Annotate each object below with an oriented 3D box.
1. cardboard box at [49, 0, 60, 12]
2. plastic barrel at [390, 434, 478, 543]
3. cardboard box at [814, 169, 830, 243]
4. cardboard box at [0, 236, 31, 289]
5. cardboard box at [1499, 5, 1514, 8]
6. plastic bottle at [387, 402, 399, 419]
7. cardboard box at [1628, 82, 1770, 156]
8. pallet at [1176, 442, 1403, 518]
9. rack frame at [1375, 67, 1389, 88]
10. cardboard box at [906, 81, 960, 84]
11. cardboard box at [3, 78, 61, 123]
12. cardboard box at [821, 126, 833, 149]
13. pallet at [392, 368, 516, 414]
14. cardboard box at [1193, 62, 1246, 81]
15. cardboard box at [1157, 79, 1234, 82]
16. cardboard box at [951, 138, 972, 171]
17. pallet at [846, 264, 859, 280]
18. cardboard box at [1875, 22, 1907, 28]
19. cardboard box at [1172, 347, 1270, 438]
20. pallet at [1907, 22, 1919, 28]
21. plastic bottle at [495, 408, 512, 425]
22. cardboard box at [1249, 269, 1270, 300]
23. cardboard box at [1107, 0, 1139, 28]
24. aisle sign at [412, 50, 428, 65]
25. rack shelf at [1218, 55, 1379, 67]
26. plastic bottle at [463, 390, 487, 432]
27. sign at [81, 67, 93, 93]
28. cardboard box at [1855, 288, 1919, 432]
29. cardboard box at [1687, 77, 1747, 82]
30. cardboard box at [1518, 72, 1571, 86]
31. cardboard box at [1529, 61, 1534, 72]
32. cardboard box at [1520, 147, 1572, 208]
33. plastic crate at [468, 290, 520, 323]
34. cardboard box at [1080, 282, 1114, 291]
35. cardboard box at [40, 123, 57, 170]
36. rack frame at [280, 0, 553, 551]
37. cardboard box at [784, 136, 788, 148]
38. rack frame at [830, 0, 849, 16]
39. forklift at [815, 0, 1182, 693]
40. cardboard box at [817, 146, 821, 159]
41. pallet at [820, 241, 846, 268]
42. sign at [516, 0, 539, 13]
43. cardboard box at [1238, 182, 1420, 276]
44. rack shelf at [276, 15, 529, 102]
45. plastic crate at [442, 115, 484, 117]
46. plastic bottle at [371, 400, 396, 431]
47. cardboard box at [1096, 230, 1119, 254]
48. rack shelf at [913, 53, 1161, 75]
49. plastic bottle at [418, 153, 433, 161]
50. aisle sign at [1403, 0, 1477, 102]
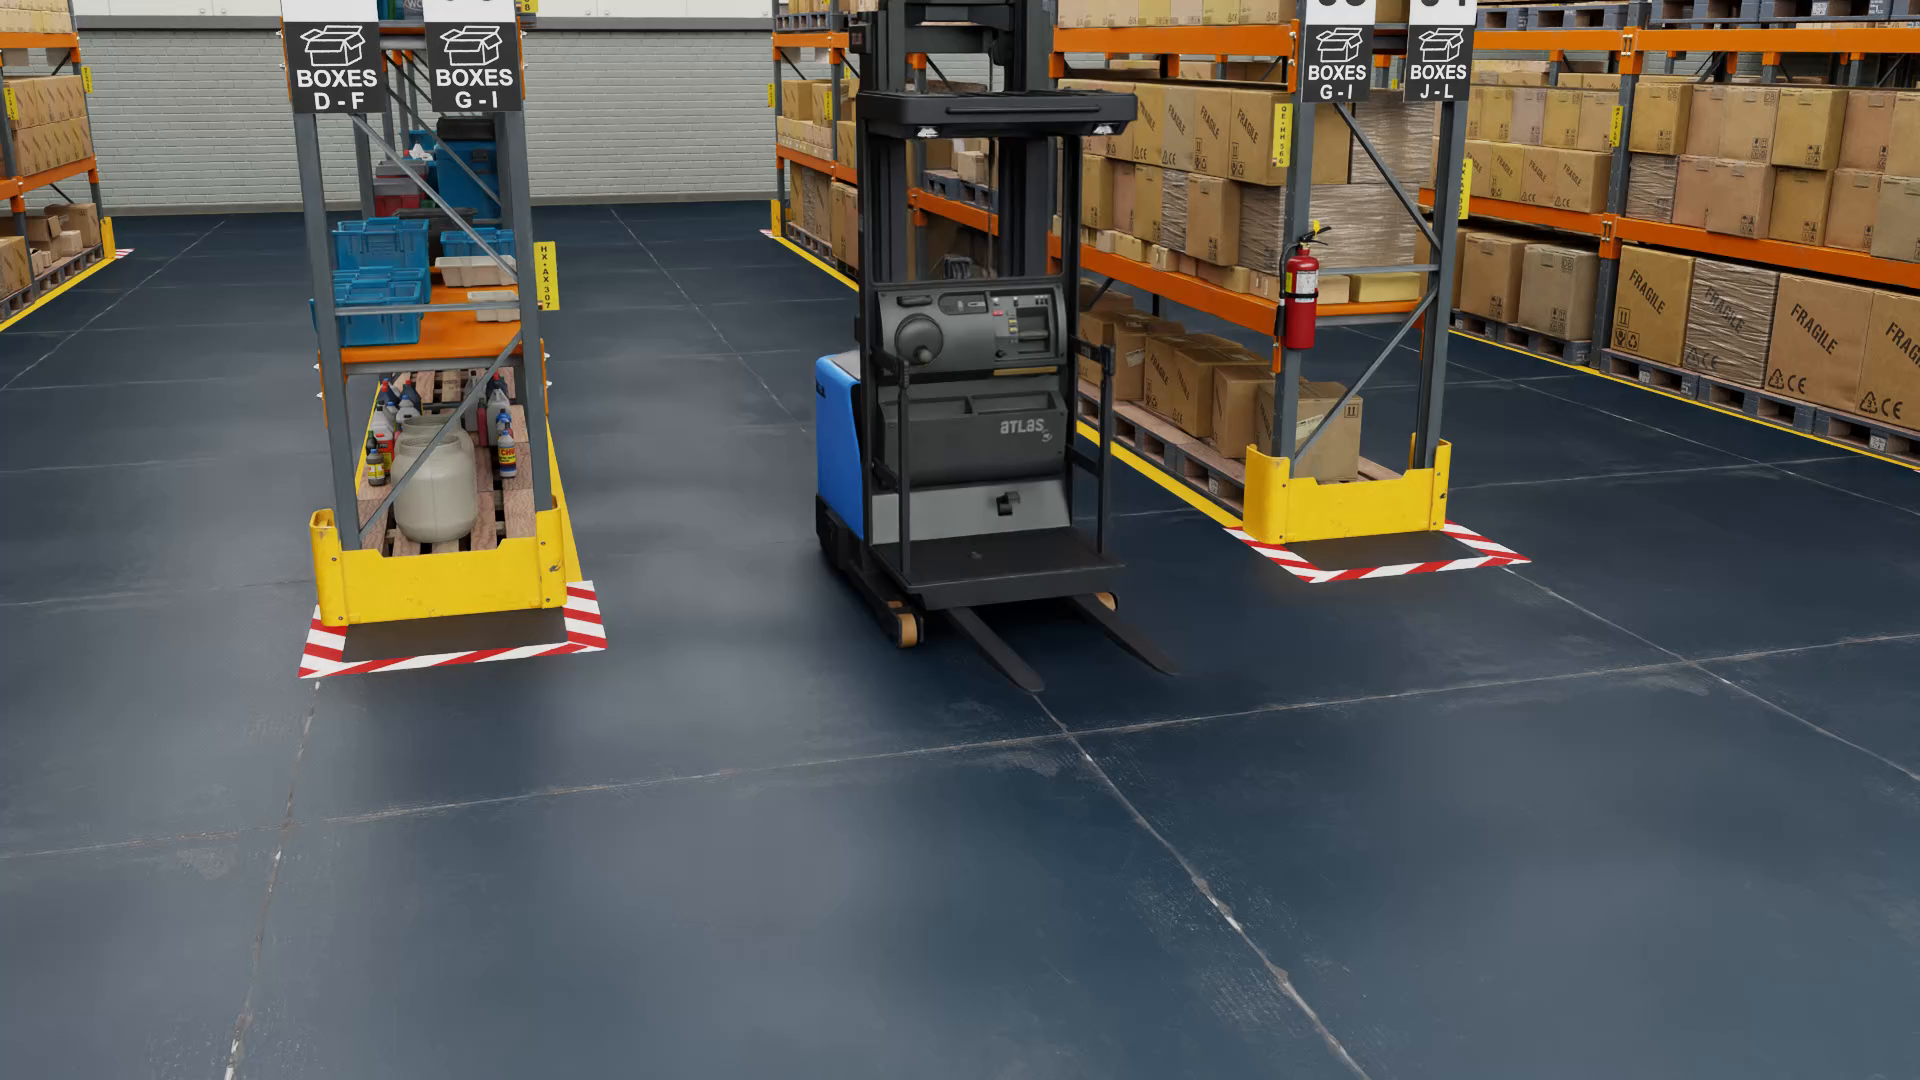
[{"bbox_3d":[-11.148,-6.468,19.948,0.500,0.250,0.500,-5,17,-15],"label":"cardboard box"},{"bbox_3d":[-2.766,-0.275,8.746,0.421,0.512,0.421,0,17,0],"label":"plastic barrel"},{"bbox_3d":[-1.399,-4.421,21.920,0.875,0.875,0.875,-5,17,-15],"label":"cardboard box"},{"bbox_3d":[-10.162,-2.917,17.530,0.500,0.500,0.500,-5,17,-16],"label":"cardboard box"},{"bbox_3d":[8.080,-7.689,23.537,0.797,0.503,0.637,-3,17,-11],"label":"cardboard box"},{"bbox_3d":[-3.660,-0.753,10.724,0.097,0.271,0.097,0,17,0],"label":"plastic bottle"},{"bbox_3d":[6.017,-3.435,13.537,0.875,0.550,0.550,-5,17,-15],"label":"cardboard box"},{"bbox_3d":[2.041,-0.394,10.395,1.003,0.211,1.213,-5,17,-15],"label":"pallet"},{"bbox_3d":[4.849,-4.058,17.746,1.000,3.000,0.127,-5,17,-15],"label":"rack frame"},{"bbox_3d":[-0.310,-4.606,17.653,0.797,0.503,0.637,-4,17,-14],"label":"cardboard box"},{"bbox_3d":[-10.858,-5.125,19.386,0.500,0.500,0.500,-4,17,-14],"label":"cardboard box"},{"bbox_3d":[-1.421,-4.972,20.533,0.500,0.250,0.500,-5,17,-16],"label":"cardboard box"},{"bbox_3d":[-3.864,-1.074,12.661,1.003,0.211,1.213,-5,17,-15],"label":"pallet"},{"bbox_3d":[3.361,-5.942,21.590,0.500,0.500,0.500,-5,18,-17],"label":"cardboard box"},{"bbox_3d":[1.678,-3.015,11.847,0.500,0.500,0.500,-5,17,-15],"label":"cardboard box"},{"bbox_3d":[0.239,-3.796,15.972,0.500,0.500,0.500,-7,18,-22],"label":"cardboard box"},{"bbox_3d":[-0.762,-3.257,19.927,1.003,0.211,1.213,-5,17,-15],"label":"pallet"},{"bbox_3d":[10.027,-5.543,17.298,0.797,0.503,0.637,-5,17,-15],"label":"cardboard box"},{"bbox_3d":[1.744,-0.996,11.168,0.500,0.500,0.500,-3,17,-10],"label":"cardboard box"},{"bbox_3d":[10.325,-5.183,16.605,1.213,0.211,1.003,-5,17,-15],"label":"pallet"},{"bbox_3d":[-2.887,-0.698,10.538,0.097,0.271,0.097,0,17,0],"label":"plastic bottle"},{"bbox_3d":[1.906,-1.492,9.641,0.380,0.149,0.250,-5,17,-15],"label":"cardboard box"},{"bbox_3d":[1.306,-3.523,11.012,0.500,0.250,0.500,-5,18,-17],"label":"cardboard box"},{"bbox_3d":[-7.214,-6.756,22.211,0.394,0.787,0.004,-5,17,-15],"label":"aisle sign"},{"bbox_3d":[4.299,-5.703,19.259,1.077,0.370,4.000,-5,17,-15],"label":"rack shelf"},{"bbox_3d":[-3.239,-0.874,11.119,0.152,0.276,0.135,-5,17,-15],"label":"plastic bottle"},{"bbox_3d":[-11.133,-5.868,21.212,0.100,0.325,0.005,-5,17,-15],"label":"sign"},{"bbox_3d":[6.798,-1.211,11.231,0.875,0.875,0.875,-5,17,-15],"label":"cardboard box"},{"bbox_3d":[9.038,-5.267,19.861,0.500,0.500,0.500,-4,17,-14],"label":"cardboard box"},{"bbox_3d":[8.086,-6.219,23.029,0.500,0.500,0.500,-5,17,-16],"label":"cardboard box"},{"bbox_3d":[8.123,-6.562,23.045,0.380,0.149,0.250,-4,17,-14],"label":"cardboard box"},{"bbox_3d":[5.409,-3.262,14.923,0.500,0.500,0.500,-5,17,-16],"label":"cardboard box"},{"bbox_3d":[-2.448,-1.236,8.810,0.298,0.136,0.250,-5,17,-15],"label":"plastic crate"},{"bbox_3d":[0.891,-1.905,14.162,0.700,0.500,0.500,-5,17,-16],"label":"cardboard box"},{"bbox_3d":[-10.730,-4.508,19.072,0.500,0.500,0.500,-5,17,-16],"label":"cardboard box"},{"bbox_3d":[-2.511,-1.089,7.863,1.000,3.000,0.127,-5,17,-15],"label":"rack frame"},{"bbox_3d":[-2.223,-5.520,23.051,0.380,0.149,0.250,-5,17,-17],"label":"cardboard box"},{"bbox_3d":[-1.047,-7.673,19.354,1.000,3.000,0.127,-5,17,-15],"label":"rack frame"},{"bbox_3d":[0.132,-1.027,7.778,1.130,2.935,3.031,-5,18,-17],"label":"forklift"},{"bbox_3d":[-1.587,-4.880,20.921,0.380,0.149,0.250,-5,17,-16],"label":"cardboard box"},{"bbox_3d":[-1.181,-3.681,21.339,1.003,0.211,1.213,-5,17,-15],"label":"pallet"},{"bbox_3d":[-1.981,-2.572,7.571,0.100,0.325,0.005,-5,17,-15],"label":"sign"},{"bbox_3d":[2.126,-1.825,9.623,0.875,0.500,0.500,-5,17,-15],"label":"cardboard box"},{"bbox_3d":[-3.061,-2.734,9.377,1.077,0.370,4.000,-5,17,-15],"label":"rack shelf"},{"bbox_3d":[-6.637,-5.482,22.324,0.616,0.435,0.499,-5,17,-15],"label":"plastic crate"},{"bbox_3d":[-3.619,-0.711,10.446,0.144,0.351,0.185,-5,17,-16],"label":"plastic bottle"},{"bbox_3d":[1.180,-2.105,11.684,0.380,0.149,0.250,-5,17,-15],"label":"cardboard box"},{"bbox_3d":[0.602,-4.232,14.364,1.077,0.370,4.000,-5,17,-15],"label":"rack shelf"},{"bbox_3d":[-5.648,-3.947,17.592,0.152,0.276,0.135,-5,17,-15],"label":"plastic bottle"},{"bbox_3d":[2.556,-2.732,8.815,0.394,0.787,0.004,-5,17,-15],"label":"aisle sign"}]
